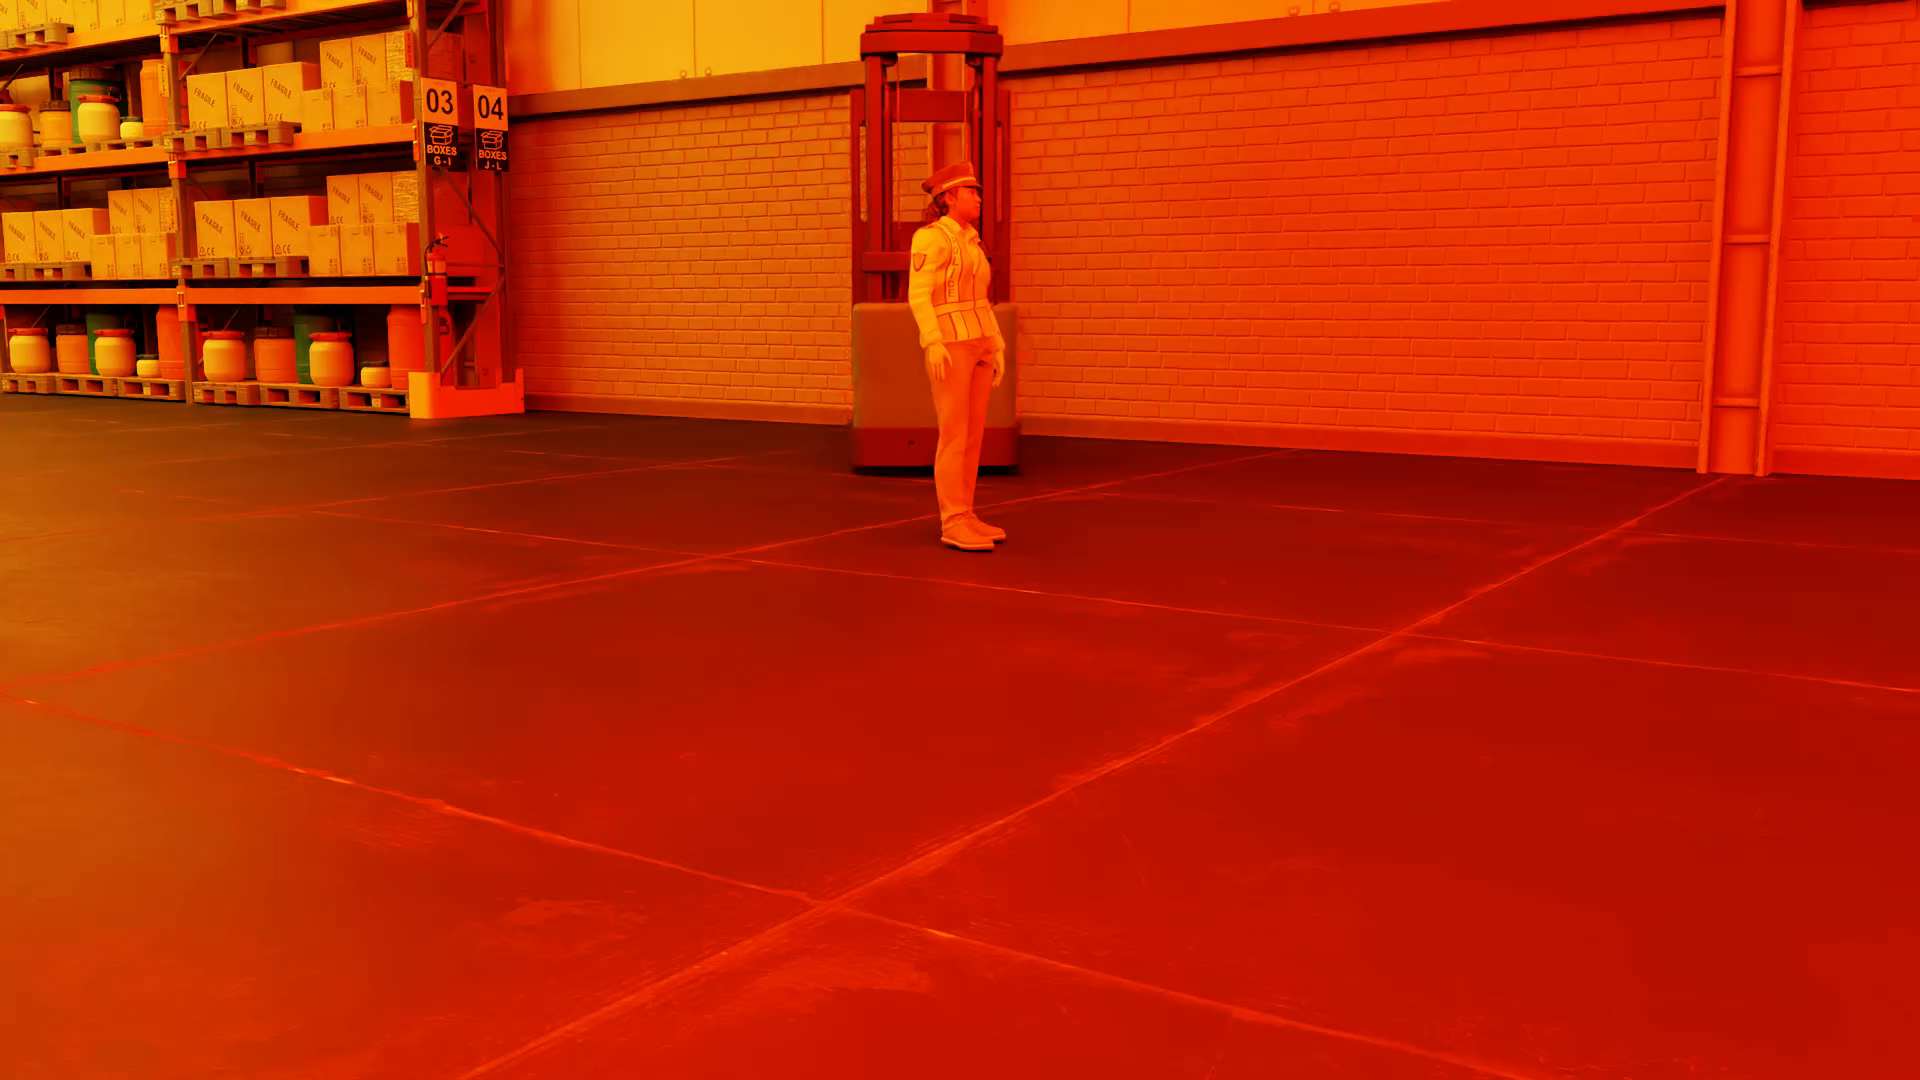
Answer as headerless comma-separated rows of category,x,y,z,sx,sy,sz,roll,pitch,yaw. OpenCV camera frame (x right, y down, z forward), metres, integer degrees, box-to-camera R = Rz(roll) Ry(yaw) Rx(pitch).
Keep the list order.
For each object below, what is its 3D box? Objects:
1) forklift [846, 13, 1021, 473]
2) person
forklift,-0.207,-2.051,11.619,1.130,2.935,3.031,0,8,-2
person,0.053,-0.840,7.439,0.530,1.694,0.586,5,10,34
